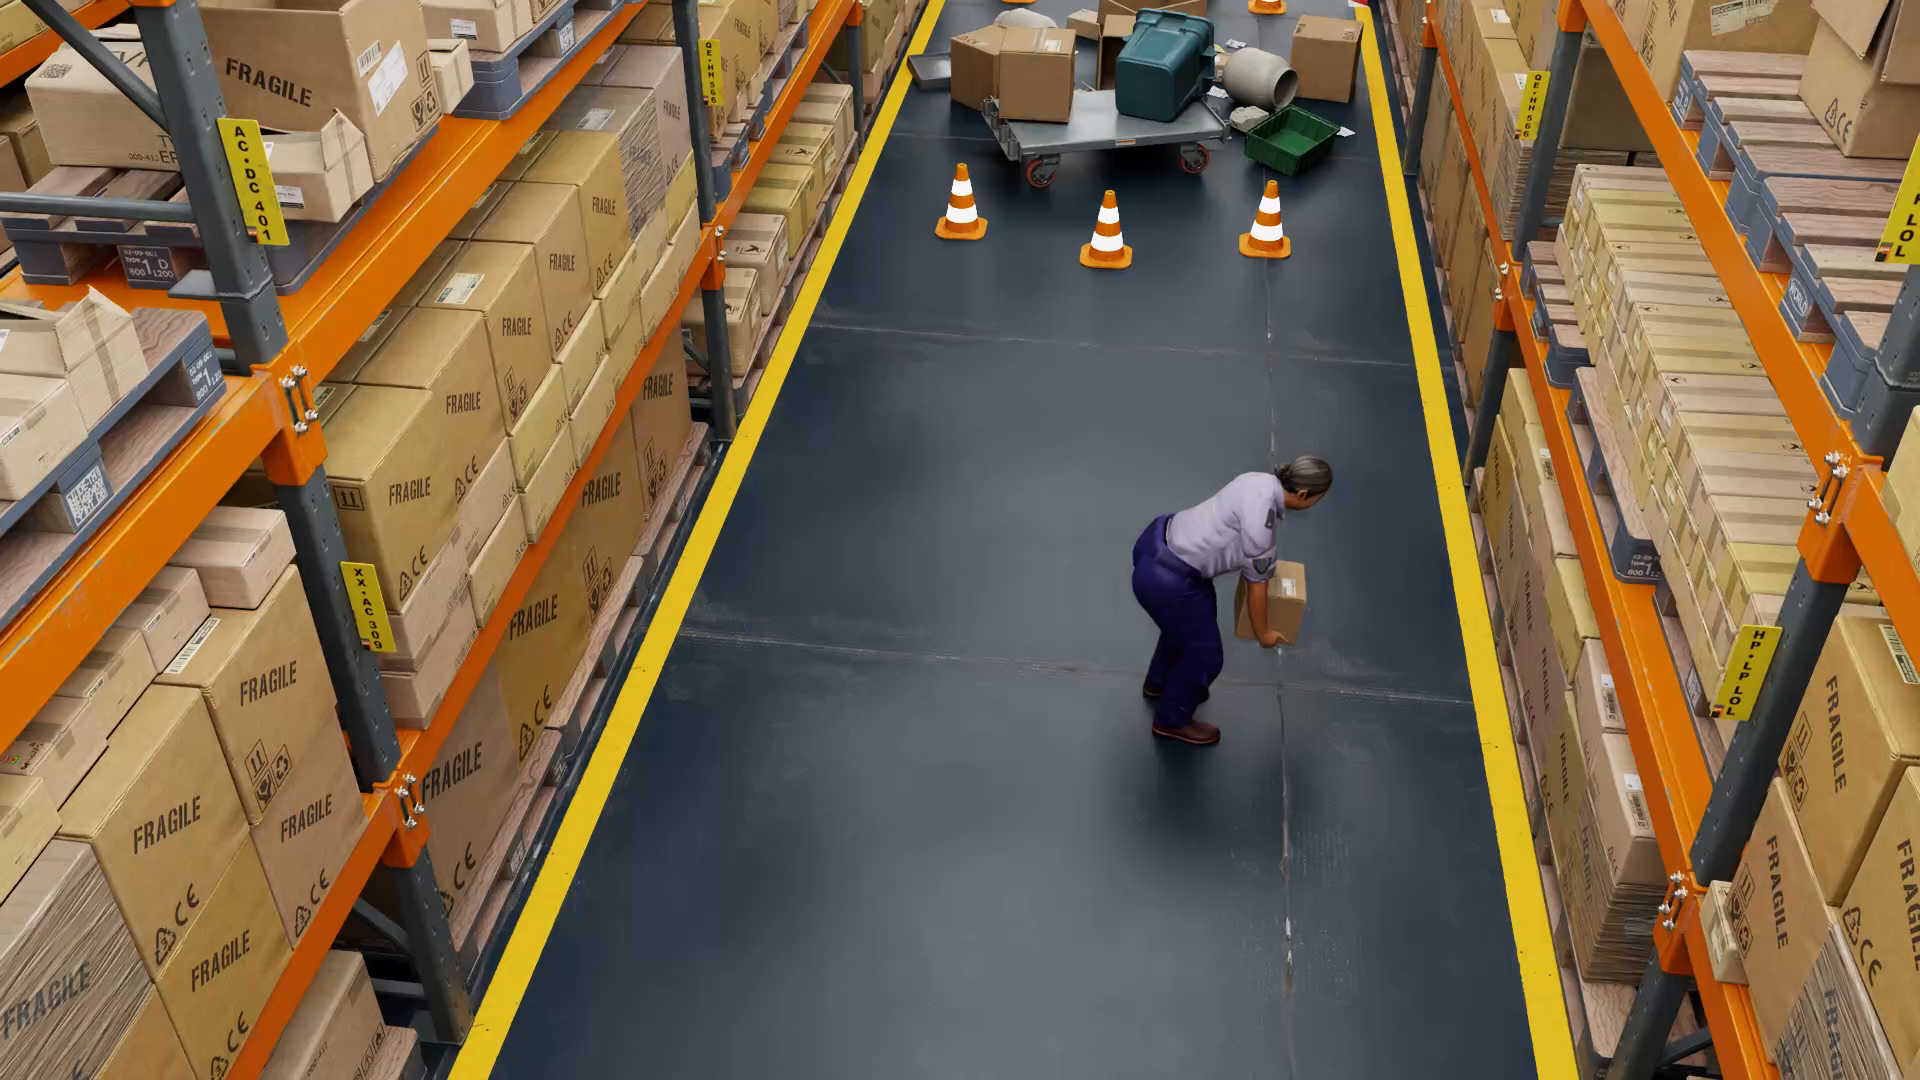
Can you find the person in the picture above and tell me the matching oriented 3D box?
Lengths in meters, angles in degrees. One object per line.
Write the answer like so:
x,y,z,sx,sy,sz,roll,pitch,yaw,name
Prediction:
1.096,0.225,6.966,0.765,1.394,0.451,3,36,5,person
